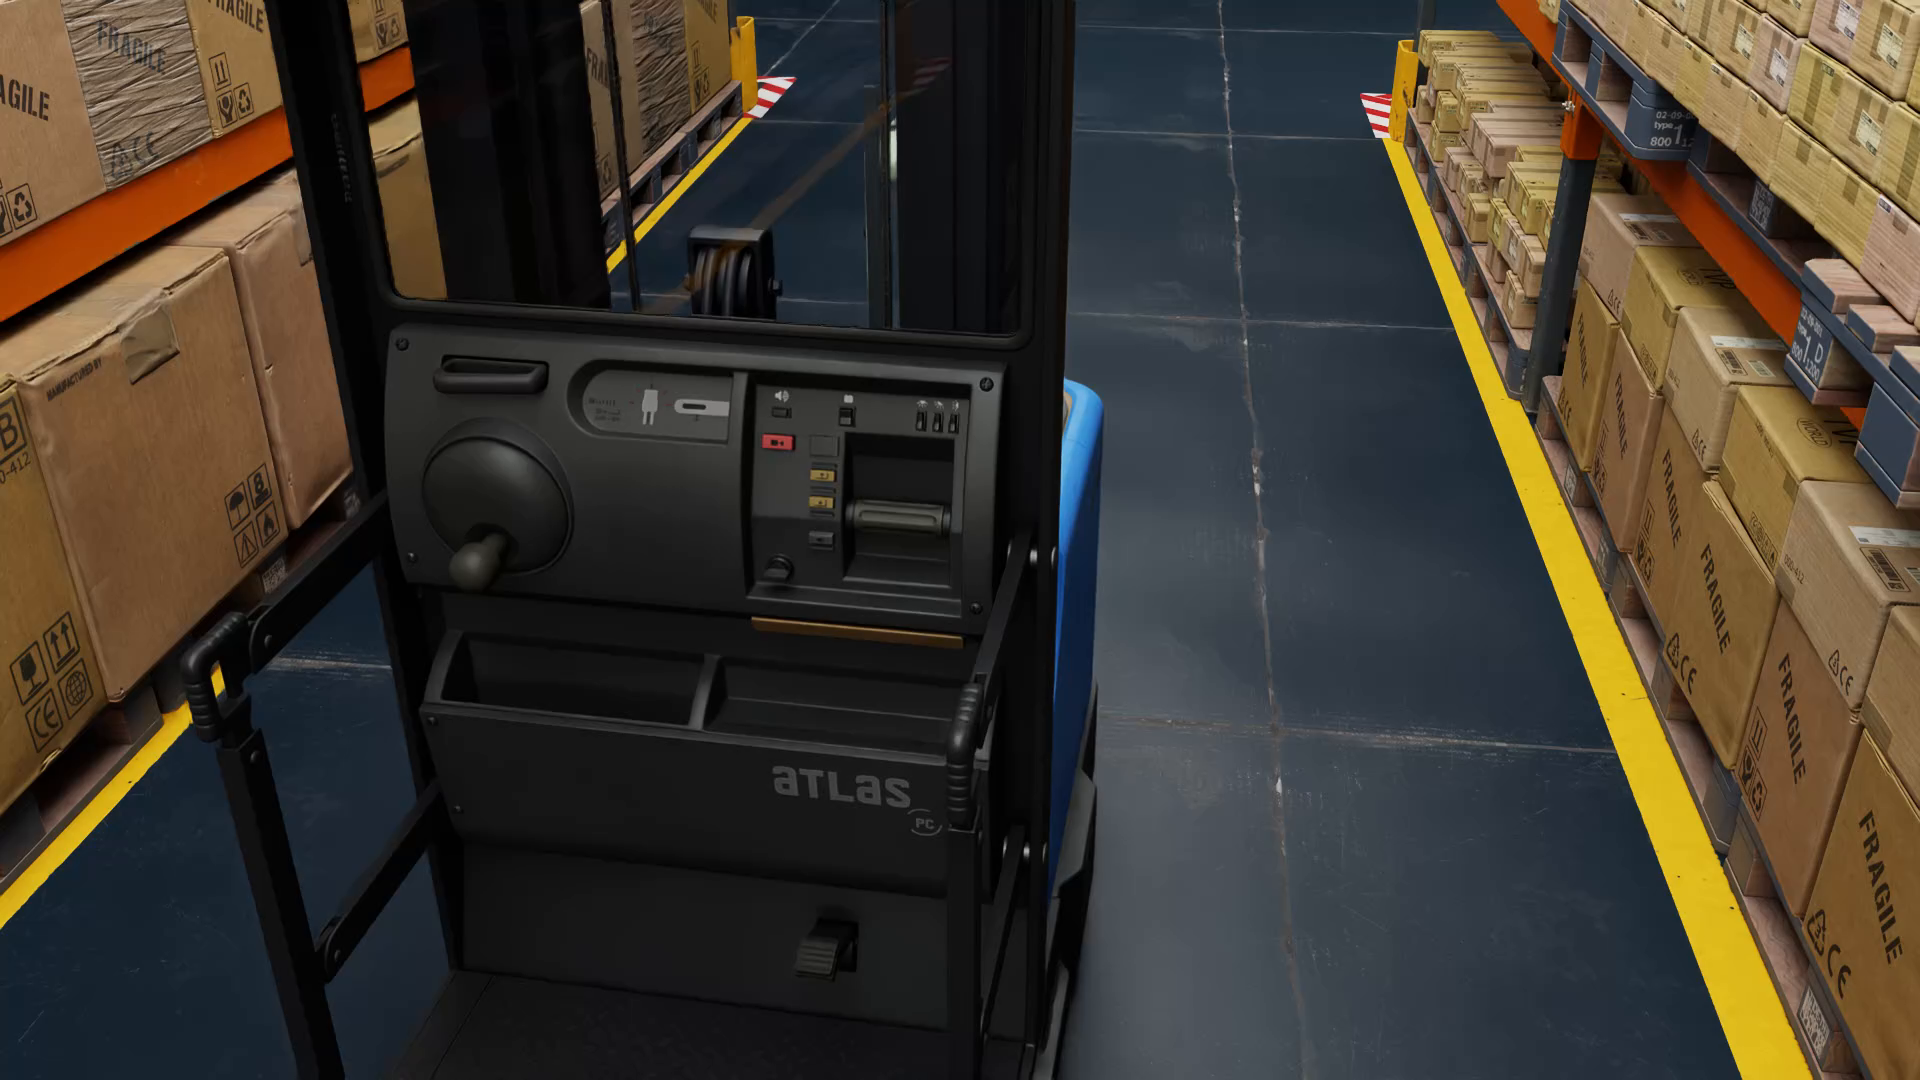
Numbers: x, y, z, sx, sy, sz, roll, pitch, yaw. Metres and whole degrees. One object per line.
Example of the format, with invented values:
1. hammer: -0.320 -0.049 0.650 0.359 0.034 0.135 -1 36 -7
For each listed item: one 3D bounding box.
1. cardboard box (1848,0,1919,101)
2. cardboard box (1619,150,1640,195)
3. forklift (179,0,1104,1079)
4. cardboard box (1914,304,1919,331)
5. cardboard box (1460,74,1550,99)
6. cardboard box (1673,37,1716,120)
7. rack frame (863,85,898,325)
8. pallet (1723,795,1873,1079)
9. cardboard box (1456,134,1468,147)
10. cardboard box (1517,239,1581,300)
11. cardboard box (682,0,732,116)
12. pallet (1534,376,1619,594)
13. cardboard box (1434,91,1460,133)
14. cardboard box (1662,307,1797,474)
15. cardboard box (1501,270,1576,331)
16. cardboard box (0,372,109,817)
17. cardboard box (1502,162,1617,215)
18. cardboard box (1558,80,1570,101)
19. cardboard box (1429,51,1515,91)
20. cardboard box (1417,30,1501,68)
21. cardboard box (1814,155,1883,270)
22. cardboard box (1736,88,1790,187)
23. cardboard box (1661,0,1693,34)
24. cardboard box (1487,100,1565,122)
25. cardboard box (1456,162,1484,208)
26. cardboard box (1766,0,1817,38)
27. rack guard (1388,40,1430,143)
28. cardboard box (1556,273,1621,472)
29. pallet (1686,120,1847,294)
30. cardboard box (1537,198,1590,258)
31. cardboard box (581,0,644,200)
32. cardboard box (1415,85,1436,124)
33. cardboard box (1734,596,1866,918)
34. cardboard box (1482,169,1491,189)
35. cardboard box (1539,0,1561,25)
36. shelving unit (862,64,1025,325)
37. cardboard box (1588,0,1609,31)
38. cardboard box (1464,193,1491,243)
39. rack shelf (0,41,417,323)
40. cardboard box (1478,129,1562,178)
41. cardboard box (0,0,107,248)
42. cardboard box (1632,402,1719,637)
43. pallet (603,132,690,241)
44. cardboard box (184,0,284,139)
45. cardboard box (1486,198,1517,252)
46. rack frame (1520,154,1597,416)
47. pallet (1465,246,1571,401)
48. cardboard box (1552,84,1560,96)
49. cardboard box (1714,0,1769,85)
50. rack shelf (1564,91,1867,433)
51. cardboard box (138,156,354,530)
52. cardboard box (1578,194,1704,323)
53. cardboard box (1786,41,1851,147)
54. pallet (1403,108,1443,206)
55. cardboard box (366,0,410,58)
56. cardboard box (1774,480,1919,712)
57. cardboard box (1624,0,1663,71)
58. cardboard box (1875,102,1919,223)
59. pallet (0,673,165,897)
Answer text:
1. cardboard box: 1.788 -0.855 2.869 0.380 0.149 0.250 4 29 8
2. cardboard box: 2.910 -1.491 6.791 0.380 0.149 0.250 3 28 5
3. forklift: -0.436 -0.052 2.256 1.130 2.935 3.031 5 29 9
4. cardboard box: 1.725 -0.344 2.548 0.380 0.149 0.250 3 28 6
5. cardboard box: 2.603 -2.125 7.968 0.380 0.149 0.250 4 29 8
6. cardboard box: 1.919 -1.078 3.910 0.380 0.149 0.250 3 28 5
7. rack frame: -0.046 -0.485 4.569 0.400 1.500 0.023 3 28 6
8. pallet: 2.186 0.966 3.235 1.003 0.211 1.213 3 28 6
9. cardboard box: 2.636 -1.877 8.134 0.380 0.149 0.250 3 29 6
10. cardboard box: 2.302 -1.004 6.201 0.380 0.149 0.250 4 29 7
11. cardboard box: -1.841 -2.939 9.340 0.875 0.875 0.875 3 28 6
12. pallet: 2.485 -0.183 5.367 1.003 0.211 1.213 3 28 6
13. cardboard box: 2.579 -2.128 8.287 0.380 0.149 0.250 4 29 8
14. cardboard box: 2.096 -0.368 4.173 0.500 0.250 0.500 4 29 8
15. cardboard box: 2.288 -0.911 6.342 0.380 0.149 0.250 4 29 7
16. cardboard box: -2.717 0.197 3.519 1.225 0.875 0.875 2 28 4
17. cardboard box: 2.379 -1.391 6.606 0.380 0.149 0.250 3 28 6
18. cardboard box: 3.167 -2.225 8.153 0.380 0.149 0.250 2 28 4
19. cardboard box: 2.595 -2.377 8.435 0.380 0.149 0.250 3 28 6
20. cardboard box: 2.667 -2.625 8.895 0.380 0.149 0.250 2 28 4
21. cardboard box: 1.790 -0.582 2.990 0.380 0.149 0.250 3 28 6
22. cardboard box: 1.855 -0.831 3.451 0.380 0.149 0.250 4 29 8
23. cardboard box: 1.951 -1.330 4.065 0.380 0.149 0.250 4 29 8
24. cardboard box: 2.590 -1.880 7.513 0.380 0.149 0.250 3 29 6
25. cardboard box: 2.511 -1.633 7.681 0.380 0.149 0.250 3 28 6
26. cardboard box: 1.854 -1.096 3.317 0.380 0.149 0.250 5 29 9
27. rack guard: 3.059 -2.524 9.407 1.175 0.500 0.348 3 28 6
28. cardboard box: 2.225 -0.529 5.262 0.500 0.500 0.500 4 29 8
29. pallet: 2.290 -0.744 3.670 1.003 0.211 1.213 3 28 6
30. cardboard box: 2.364 -1.151 6.160 0.380 0.149 0.250 4 29 8
31. cardboard box: -2.061 -2.092 7.768 0.875 0.875 0.875 3 28 6
32. cardboard box: 2.687 -2.362 9.034 0.380 0.149 0.250 4 29 7
33. cardboard box: 1.977 0.452 3.440 0.500 0.500 0.500 4 29 8
34. cardboard box: 2.531 -1.618 7.340 0.380 0.149 0.250 2 28 4
35. cardboard box: 2.305 -1.942 5.957 0.380 0.149 0.250 3 28 5
36. shelving unit: -0.001 -0.657 4.888 0.431 1.500 0.755 3 28 6
37. cardboard box: 2.046 -1.562 4.808 0.380 0.149 0.250 4 29 7
38. cardboard box: 2.415 -1.398 7.246 0.380 0.149 0.250 3 28 6
39. rack shelf: -2.577 -0.855 4.432 1.077 0.370 4.000 3 28 6
40. cardboard box: 2.430 -1.642 7.071 0.380 0.149 0.250 2 28 4
41. cardboard box: -2.372 -0.971 3.784 0.500 0.500 0.500 3 28 5
42. cardboard box: 2.111 -0.032 4.340 0.500 0.500 0.500 4 29 7
43. pallet: -2.014 -1.814 8.395 1.003 0.211 1.213 3 28 6
44. cardboard box: -2.242 -1.442 4.658 0.500 0.500 0.500 3 28 6
45. cardboard box: 2.338 -1.260 6.675 0.380 0.149 0.250 2 28 4
46. rack frame: 2.579 -1.777 5.386 1.000 3.000 0.127 3 28 6
47. pallet: 2.626 -0.867 6.638 1.003 0.211 1.213 3 28 6
48. cardboard box: 3.225 -2.211 8.440 0.380 0.149 0.250 2 28 4
49. cardboard box: 1.884 -1.087 3.614 0.380 0.149 0.250 3 28 5
50. rack shelf: 2.334 -0.519 3.809 1.077 0.370 4.000 3 28 6
51. cardboard box: -2.499 -0.639 5.071 1.225 0.875 0.875 2 28 4
52. cardboard box: 2.226 -0.859 5.084 0.500 0.250 0.500 2 28 4
53. cardboard box: 1.822 -0.843 3.160 0.380 0.149 0.250 3 28 6
54. pallet: 2.925 -2.016 8.770 1.003 0.211 1.213 3 28 6
55. cardboard box: -2.118 -1.921 5.547 0.500 0.500 0.500 3 29 6
56. cardboard box: 1.963 0.116 3.274 0.500 0.250 0.500 4 29 7
57. cardboard box: 1.979 -1.326 4.371 0.380 0.149 0.250 4 29 7
58. cardboard box: 1.758 -0.608 2.724 0.380 0.149 0.250 4 29 7
59. pallet: -2.650 0.631 3.856 1.003 0.211 1.213 3 28 6
